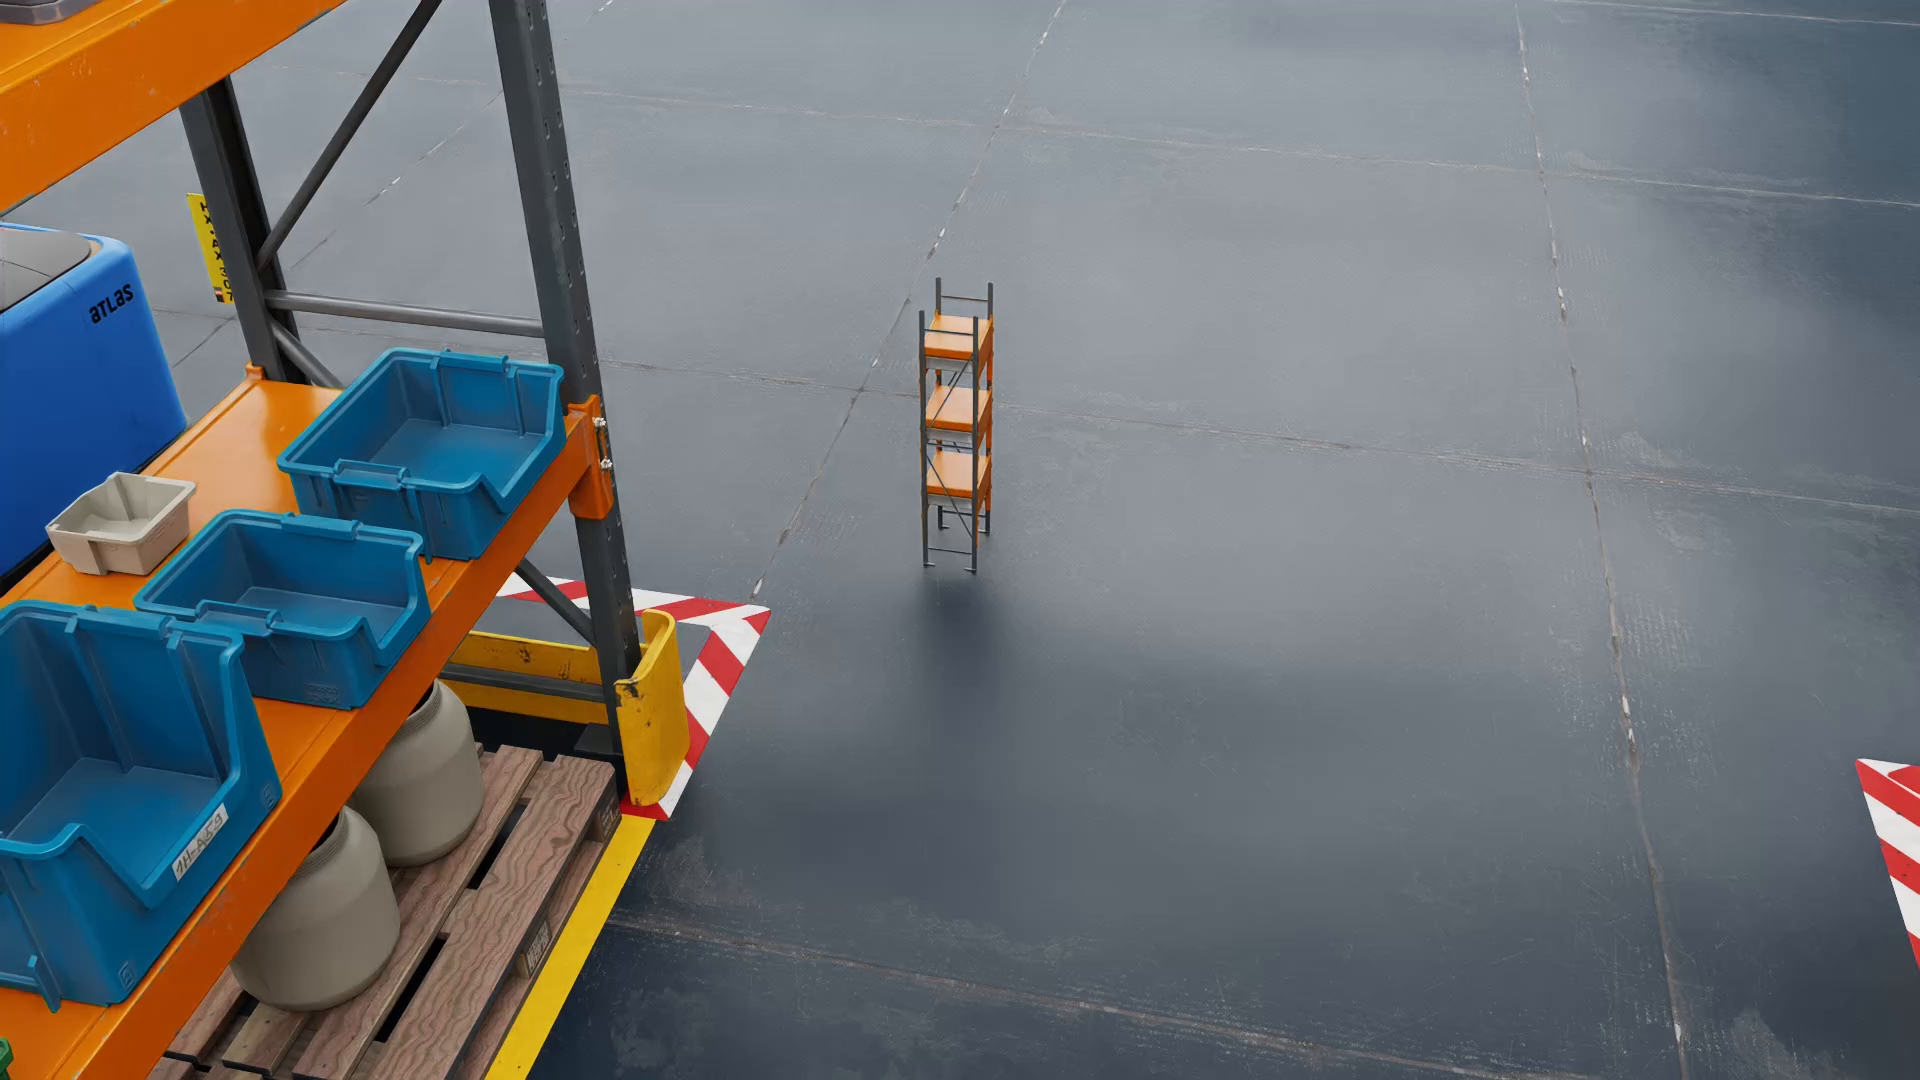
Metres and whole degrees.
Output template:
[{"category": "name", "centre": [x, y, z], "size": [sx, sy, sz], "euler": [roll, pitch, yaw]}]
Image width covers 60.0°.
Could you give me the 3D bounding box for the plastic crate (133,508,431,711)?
[{"category": "plastic crate", "centre": [-1.451, 0.148, 3.617], "size": [0.499, 0.251, 0.408], "euler": [7, 37, 10]}]

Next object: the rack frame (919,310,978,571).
[{"category": "rack frame", "centre": [-0.038, -0.324, 5.803], "size": [0.200, 1.050, 0.008], "euler": [7, 37, 10]}]

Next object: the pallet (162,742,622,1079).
[{"category": "pallet", "centre": [-1.641, 1.035, 4.642], "size": [1.003, 0.211, 1.213], "euler": [7, 37, 10]}]

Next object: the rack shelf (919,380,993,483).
[{"category": "rack shelf", "centre": [-0.011, -0.386, 5.906], "size": [0.215, 0.259, 0.240], "euler": [7, 37, 10]}]

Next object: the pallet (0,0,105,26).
[{"category": "pallet", "centre": [-1.764, -1.285, 3.071], "size": [1.003, 0.211, 1.213], "euler": [7, 37, 10]}]

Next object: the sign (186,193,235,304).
[{"category": "sign", "centre": [-2.028, -0.792, 4.551], "size": [0.100, 0.325, 0.005], "euler": [7, 37, 10]}]

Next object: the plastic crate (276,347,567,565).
[{"category": "plastic crate", "centre": [-1.306, -0.224, 4.130], "size": [0.499, 0.251, 0.616], "euler": [7, 37, 10]}]

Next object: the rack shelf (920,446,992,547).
[{"category": "rack shelf", "centre": [-0.011, -0.161, 6.069], "size": [0.215, 0.259, 0.240], "euler": [7, 37, 10]}]

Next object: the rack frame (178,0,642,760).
[{"category": "rack frame", "centre": [-1.492, -0.609, 4.534], "size": [1.000, 3.000, 0.127], "euler": [7, 37, 10]}]

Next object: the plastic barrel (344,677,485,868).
[{"category": "plastic barrel", "centre": [-1.558, 0.616, 4.607], "size": [0.421, 0.512, 0.421], "euler": [0, 36, 0]}]

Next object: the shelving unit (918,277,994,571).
[{"category": "shelving unit", "centre": [-0.011, -0.394, 5.900], "size": [0.215, 1.050, 0.252], "euler": [7, 37, 10]}]

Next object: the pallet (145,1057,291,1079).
[{"category": "pallet", "centre": [-1.904, 1.732, 3.680], "size": [1.003, 0.211, 1.213], "euler": [7, 37, 10]}]

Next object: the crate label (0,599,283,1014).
[{"category": "crate label", "centre": [-1.621, 0.466, 3.021], "size": [0.502, 0.435, 0.616], "euler": [7, 37, 10]}]

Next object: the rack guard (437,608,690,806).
[{"category": "rack guard", "centre": [-1.462, 0.453, 5.199], "size": [1.175, 0.500, 0.348], "euler": [7, 37, 10]}]

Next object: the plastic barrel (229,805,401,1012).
[{"category": "plastic barrel", "centre": [-1.665, 0.903, 4.210], "size": [0.421, 0.512, 0.421], "euler": [0, 36, 0]}]

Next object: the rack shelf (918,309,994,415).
[{"category": "rack shelf", "centre": [-0.011, -0.616, 5.739], "size": [0.215, 0.259, 0.240], "euler": [7, 37, 10]}]

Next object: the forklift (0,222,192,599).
[{"category": "forklift", "centre": [-3.820, -0.631, 4.623], "size": [1.130, 2.935, 3.031], "euler": [10, 37, 13]}]

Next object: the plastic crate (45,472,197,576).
[{"category": "plastic crate", "centre": [-1.997, -0.029, 3.959], "size": [0.298, 0.136, 0.250], "euler": [7, 37, 10]}]

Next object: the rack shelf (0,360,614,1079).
[{"category": "rack shelf", "centre": [-1.919, 0.829, 3.163], "size": [1.077, 0.370, 4.000], "euler": [7, 37, 10]}]

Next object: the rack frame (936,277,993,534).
[{"category": "rack frame", "centre": [0.015, -0.464, 5.996], "size": [0.200, 1.050, 0.008], "euler": [7, 37, 10]}]

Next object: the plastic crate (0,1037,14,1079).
[{"category": "plastic crate", "centre": [-1.780, 1.028, 2.457], "size": [0.450, 0.188, 0.662], "euler": [7, 37, 10]}]
